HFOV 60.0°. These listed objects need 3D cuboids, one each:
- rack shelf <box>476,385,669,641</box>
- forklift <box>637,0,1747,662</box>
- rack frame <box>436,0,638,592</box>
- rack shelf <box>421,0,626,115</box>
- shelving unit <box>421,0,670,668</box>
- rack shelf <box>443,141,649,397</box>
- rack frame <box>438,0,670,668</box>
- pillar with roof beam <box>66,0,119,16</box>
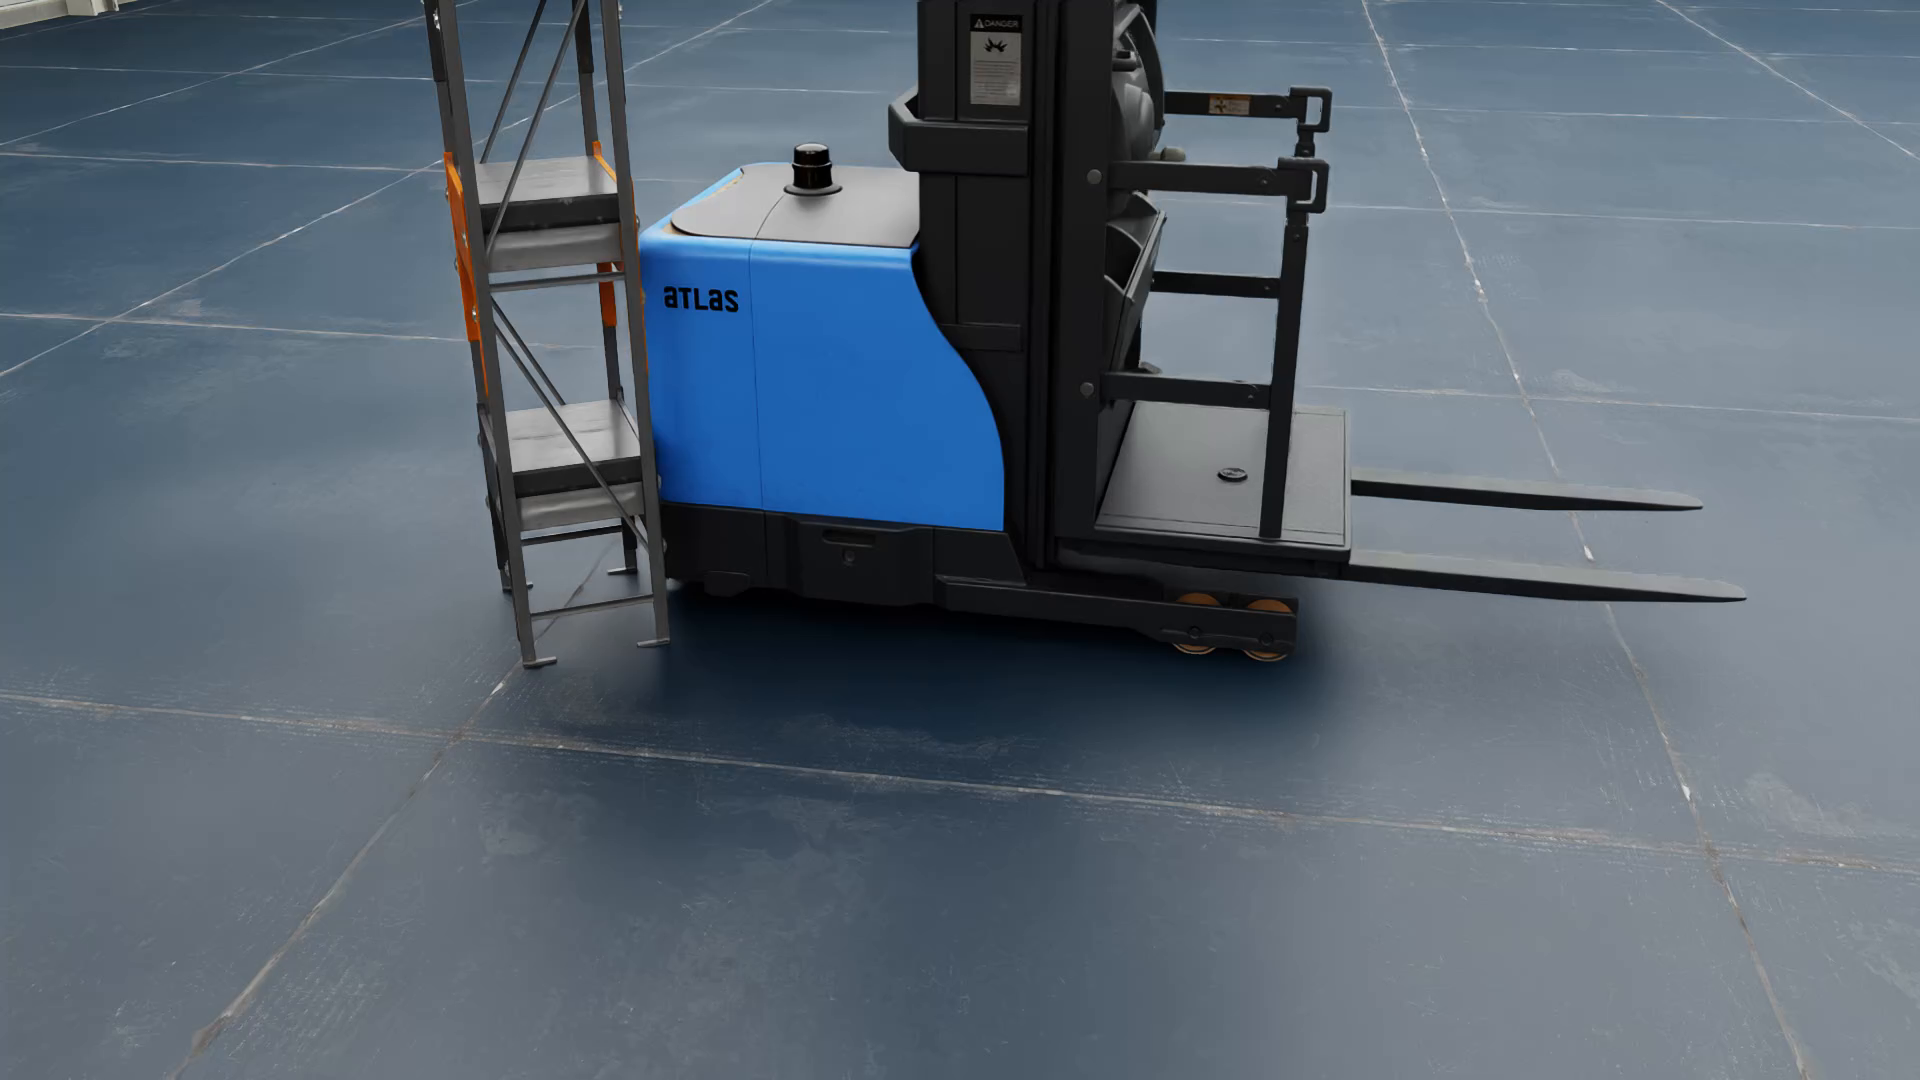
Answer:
[{"bbox_3d":[-1.083,-0.087,4.643,0.431,0.518,0.480,-9,27,-18],"label":"rack shelf"},{"bbox_3d":[0.668,-1.241,4.444,3.031,2.935,1.130,5,26,11],"label":"forklift"},{"bbox_3d":[-1.169,-0.830,4.547,0.400,2.100,0.015,-9,27,-18],"label":"rack frame"},{"bbox_3d":[-1.083,-1.355,4.049,0.431,0.518,0.480,-9,27,-18],"label":"rack shelf"},{"bbox_3d":[-1.083,-0.733,4.340,0.431,2.100,0.503,-9,27,-18],"label":"shelving unit"},{"bbox_3d":[-1.083,-0.721,4.346,0.431,0.518,0.480,-9,27,-18],"label":"rack shelf"},{"bbox_3d":[-0.998,-0.637,4.133,0.400,2.100,0.015,-9,27,-18],"label":"rack frame"},{"bbox_3d":[-4.248,-8.944,13.743,9.100,9.000,0.400,4,25,9],"label":"pillar with roof beam"}]
